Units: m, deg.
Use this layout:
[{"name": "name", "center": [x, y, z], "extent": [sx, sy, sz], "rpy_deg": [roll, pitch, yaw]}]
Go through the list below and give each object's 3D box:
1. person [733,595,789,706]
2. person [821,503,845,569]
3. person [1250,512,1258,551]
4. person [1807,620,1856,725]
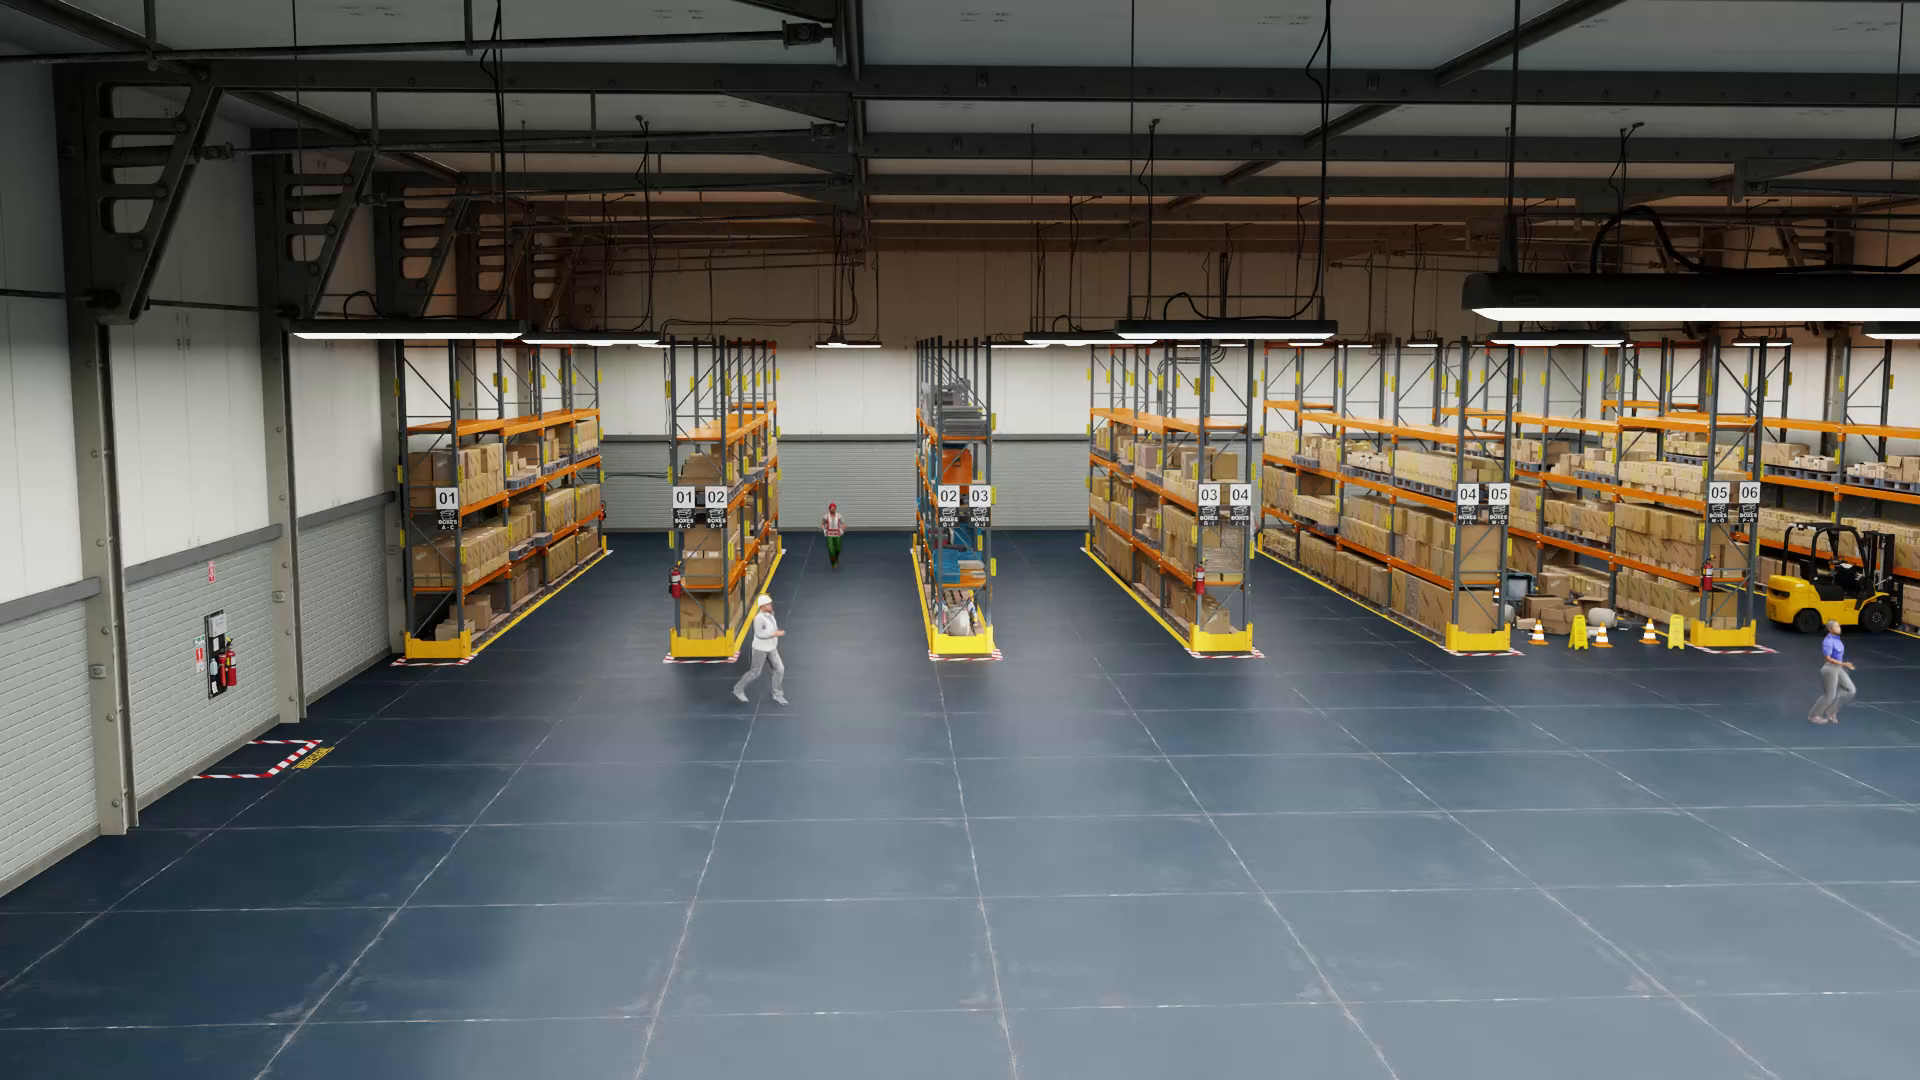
[{"name": "person", "center": [-3.221, 1.787, 26.966], "extent": [0.908, 1.820, 0.663], "rpy_deg": [3, 7, 22]}, {"name": "person", "center": [-3.328, -0.102, 43.672], "extent": [0.636, 1.741, 0.586], "rpy_deg": [-1, 7, -8]}, {"name": "person", "center": [7.590, -0.142, 44.050], "extent": [0.655, 1.738, 0.575], "rpy_deg": [0, 6, -2]}, {"name": "person", "center": [13.400, 2.034, 25.505], "extent": [0.642, 1.617, 0.588], "rpy_deg": [6, 9, 44]}]
